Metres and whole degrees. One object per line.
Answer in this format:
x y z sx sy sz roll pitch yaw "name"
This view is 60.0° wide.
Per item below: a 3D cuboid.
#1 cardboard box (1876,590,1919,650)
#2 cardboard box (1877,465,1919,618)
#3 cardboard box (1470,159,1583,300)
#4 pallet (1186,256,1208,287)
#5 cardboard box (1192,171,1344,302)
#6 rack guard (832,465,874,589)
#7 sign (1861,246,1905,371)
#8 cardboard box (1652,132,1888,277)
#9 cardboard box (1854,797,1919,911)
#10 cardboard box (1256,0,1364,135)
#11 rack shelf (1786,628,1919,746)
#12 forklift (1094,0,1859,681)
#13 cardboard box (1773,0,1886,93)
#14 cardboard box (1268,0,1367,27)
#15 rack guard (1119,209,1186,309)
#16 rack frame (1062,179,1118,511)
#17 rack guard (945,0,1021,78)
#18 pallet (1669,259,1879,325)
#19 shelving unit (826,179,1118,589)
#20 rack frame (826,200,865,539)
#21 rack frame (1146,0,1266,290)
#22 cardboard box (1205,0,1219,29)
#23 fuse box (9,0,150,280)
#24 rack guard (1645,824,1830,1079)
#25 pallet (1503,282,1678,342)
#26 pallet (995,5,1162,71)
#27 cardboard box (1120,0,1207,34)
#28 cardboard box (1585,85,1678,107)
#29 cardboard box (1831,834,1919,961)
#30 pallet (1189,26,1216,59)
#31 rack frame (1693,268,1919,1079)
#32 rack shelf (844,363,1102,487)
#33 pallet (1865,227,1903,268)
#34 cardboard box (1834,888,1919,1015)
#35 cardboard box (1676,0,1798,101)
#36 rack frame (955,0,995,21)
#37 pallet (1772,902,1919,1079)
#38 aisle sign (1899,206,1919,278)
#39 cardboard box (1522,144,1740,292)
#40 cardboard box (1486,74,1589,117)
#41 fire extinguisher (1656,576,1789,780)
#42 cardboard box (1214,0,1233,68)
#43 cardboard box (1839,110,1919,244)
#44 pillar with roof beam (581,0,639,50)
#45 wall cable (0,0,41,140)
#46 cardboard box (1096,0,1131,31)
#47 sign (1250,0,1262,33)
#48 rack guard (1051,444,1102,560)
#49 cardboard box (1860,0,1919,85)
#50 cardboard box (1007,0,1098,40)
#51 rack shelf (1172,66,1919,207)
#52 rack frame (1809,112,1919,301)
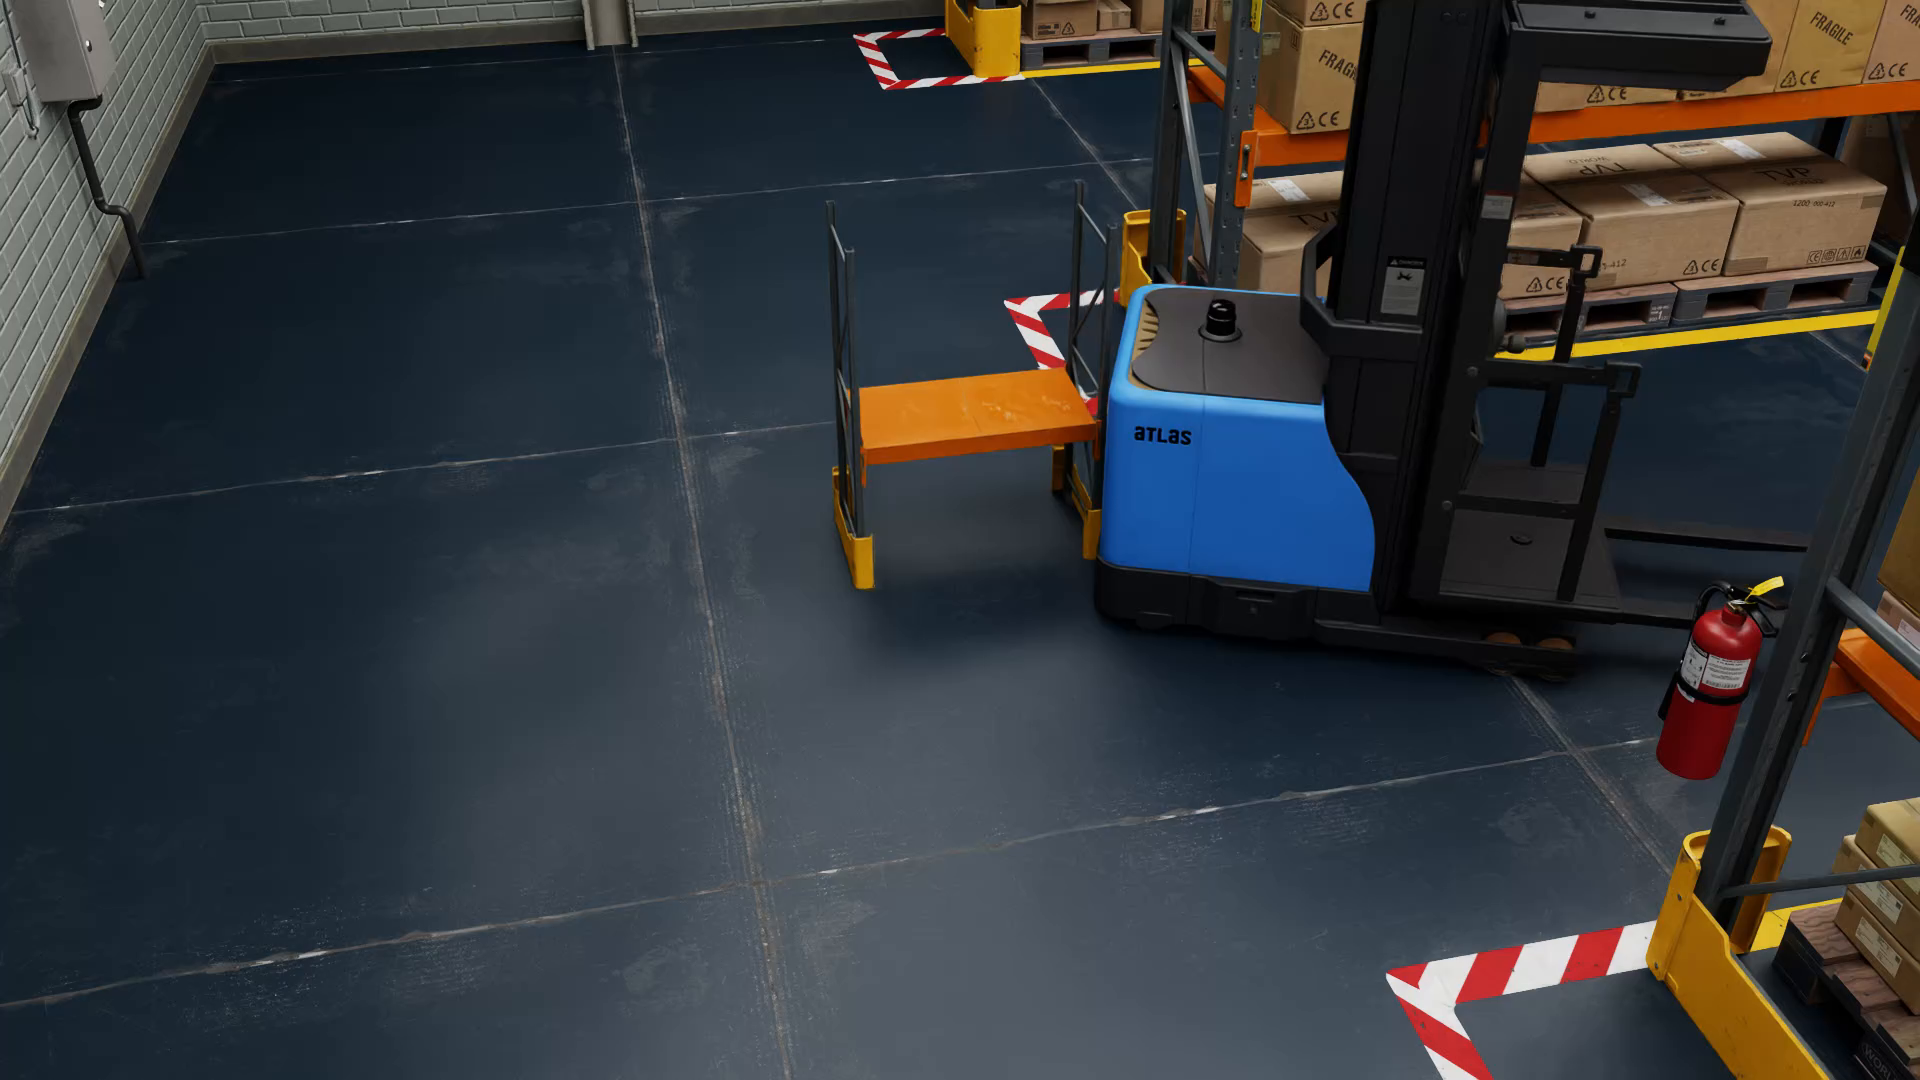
2.635 0.281 4.364 0.250 0.149 0.380 -7 35 -10 "cardboard box"
2.761 0.011 4.185 0.500 0.500 0.500 -6 34 -10 "cardboard box"
2.701 -1.670 8.969 0.875 0.438 0.875 -6 34 -9 "cardboard box"
1.951 -1.290 8.983 1.213 0.211 1.003 -7 35 -11 "pallet"
1.810 -1.553 8.795 0.875 0.438 0.875 -8 35 -12 "cardboard box"
-0.459 -0.061 7.116 0.087 0.250 0.587 -7 34 -10 "rack guard"
2.276 -0.545 4.048 0.005 0.325 0.100 -7 35 -11 "sign"
4.454 -1.890 9.298 0.875 0.438 0.875 -8 35 -11 "cardboard box"
2.840 0.930 4.819 0.250 0.149 0.380 -7 34 -10 "cardboard box"
1.720 -2.252 7.824 0.500 0.500 0.500 -7 35 -11 "cardboard box"
4.330 0.424 4.572 4.000 0.370 1.077 -7 35 -11 "rack shelf"
2.109 -0.993 6.100 3.031 2.935 1.130 6 34 9 "forklift"
4.194 -2.578 8.310 0.500 0.500 0.500 -8 35 -12 "cardboard box"
1.720 -2.668 7.547 0.500 0.500 0.500 -8 35 -12 "cardboard box"
1.165 -1.266 8.688 0.348 0.500 1.175 -7 35 -11 "rack guard"
0.533 -0.701 6.948 0.032 1.500 0.500 -7 34 -10 "rack frame"
0.164 -3.976 12.726 0.348 0.500 1.175 -7 35 -11 "rack guard"
4.331 -1.590 9.430 1.213 0.211 1.003 -7 35 -11 "pallet"
0.028 -0.639 6.856 1.083 1.500 0.587 -7 34 -10 "shelving unit"
-0.460 -0.579 6.768 0.032 1.500 0.500 -7 34 -10 "rack frame"
1.189 -2.307 7.996 0.127 3.000 1.000 -7 35 -11 "rack frame"
2.088 -4.259 12.771 0.500 0.500 0.500 -7 34 -10 "cardboard box"
-4.627 -2.226 9.031 0.414 1.711 0.539 -7 35 -11 "fuse box"
2.453 1.399 4.716 0.348 0.500 1.175 -7 35 -11 "rack guard"
3.139 -1.438 9.203 1.213 0.211 1.003 -7 35 -11 "pallet"
0.942 -3.954 12.953 1.213 0.211 1.003 -7 35 -11 "pallet"
1.550 -4.248 12.755 0.500 0.500 0.700 -6 34 -9 "cardboard box"
3.192 -2.452 8.123 0.500 0.500 0.500 -6 34 -9 "cardboard box"
2.831 1.037 4.928 0.250 0.149 0.380 -8 35 -12 "cardboard box"
2.129 -4.102 13.174 1.213 0.211 1.003 -7 35 -11 "pallet"
2.379 0.371 4.005 0.127 3.000 1.000 -7 35 -11 "rack frame"
0.037 -0.491 6.958 1.000 0.185 0.538 -7 34 -10 "rack shelf"
5.826 -1.777 9.708 1.213 0.211 1.003 -7 35 -11 "pallet"
2.847 1.202 4.948 0.250 0.149 0.380 -7 34 -10 "cardboard box"
3.706 -2.508 8.206 0.500 0.500 0.500 -8 35 -11 "cardboard box"
0.090 -5.004 12.015 0.127 3.000 1.000 -7 35 -11 "rack frame"
3.254 1.439 4.917 1.213 0.211 1.003 -7 35 -11 "pallet"
2.242 -0.863 3.511 0.004 0.787 0.394 -7 35 -11 "aisle sign"
3.581 -1.780 9.133 0.875 0.438 0.875 -8 35 -12 "cardboard box"
2.708 -2.382 8.017 0.500 0.500 0.500 -7 35 -11 "cardboard box"
2.032 0.338 4.459 0.183 0.674 0.296 -7 35 -11 "fire extinguisher"
1.601 -2.552 8.271 0.500 0.500 0.500 -7 34 -10 "cardboard box"
5.677 -2.211 9.382 0.875 0.875 0.875 -6 34 -9 "cardboard box"
-1.789 -5.314 7.093 0.400 9.000 9.100 -7 35 -11 "pillar with roof beam"
-4.630 -2.792 7.808 0.122 1.984 0.588 -7 35 -11 "wall cable"
1.131 -4.050 12.774 0.250 0.149 0.380 -9 35 -12 "cardboard box"
1.305 -2.397 7.282 0.005 0.325 0.100 -7 35 -11 "sign"
0.514 -0.179 7.293 0.087 0.250 0.587 -7 34 -10 "rack guard"
4.694 -2.644 8.409 0.500 0.500 0.500 -7 34 -10 "cardboard box"
0.708 -4.166 12.629 0.637 0.503 0.797 -9 35 -12 "cardboard box"
3.139 -2.254 8.563 4.000 0.370 1.077 -7 35 -11 "rack shelf"
5.090 -2.799 8.729 0.127 3.000 1.000 -7 35 -11 "rack frame"
